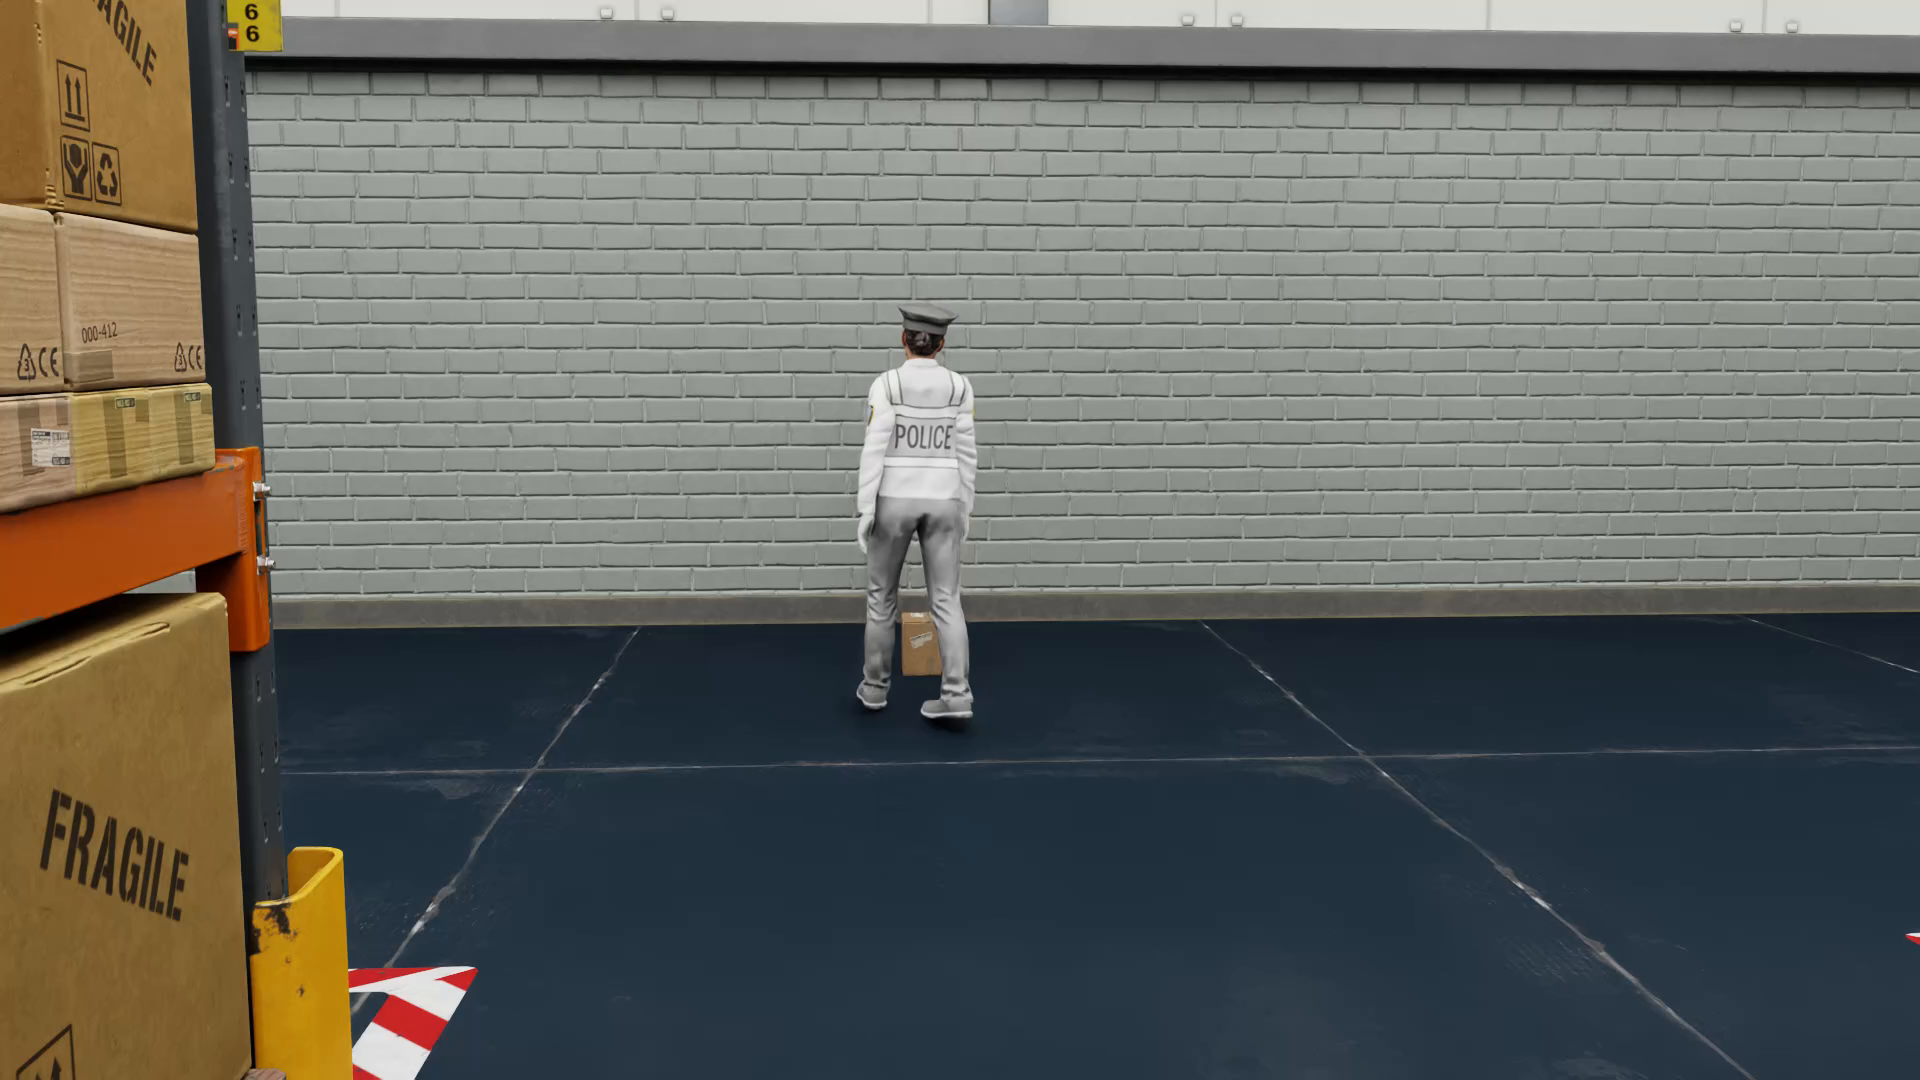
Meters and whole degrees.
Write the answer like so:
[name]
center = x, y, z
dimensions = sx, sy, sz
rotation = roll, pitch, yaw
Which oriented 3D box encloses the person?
[person]
center = -0.183, -0.122, 6.659
dimensions = 0.507, 1.647, 0.716
rotation = -2, 7, -16
